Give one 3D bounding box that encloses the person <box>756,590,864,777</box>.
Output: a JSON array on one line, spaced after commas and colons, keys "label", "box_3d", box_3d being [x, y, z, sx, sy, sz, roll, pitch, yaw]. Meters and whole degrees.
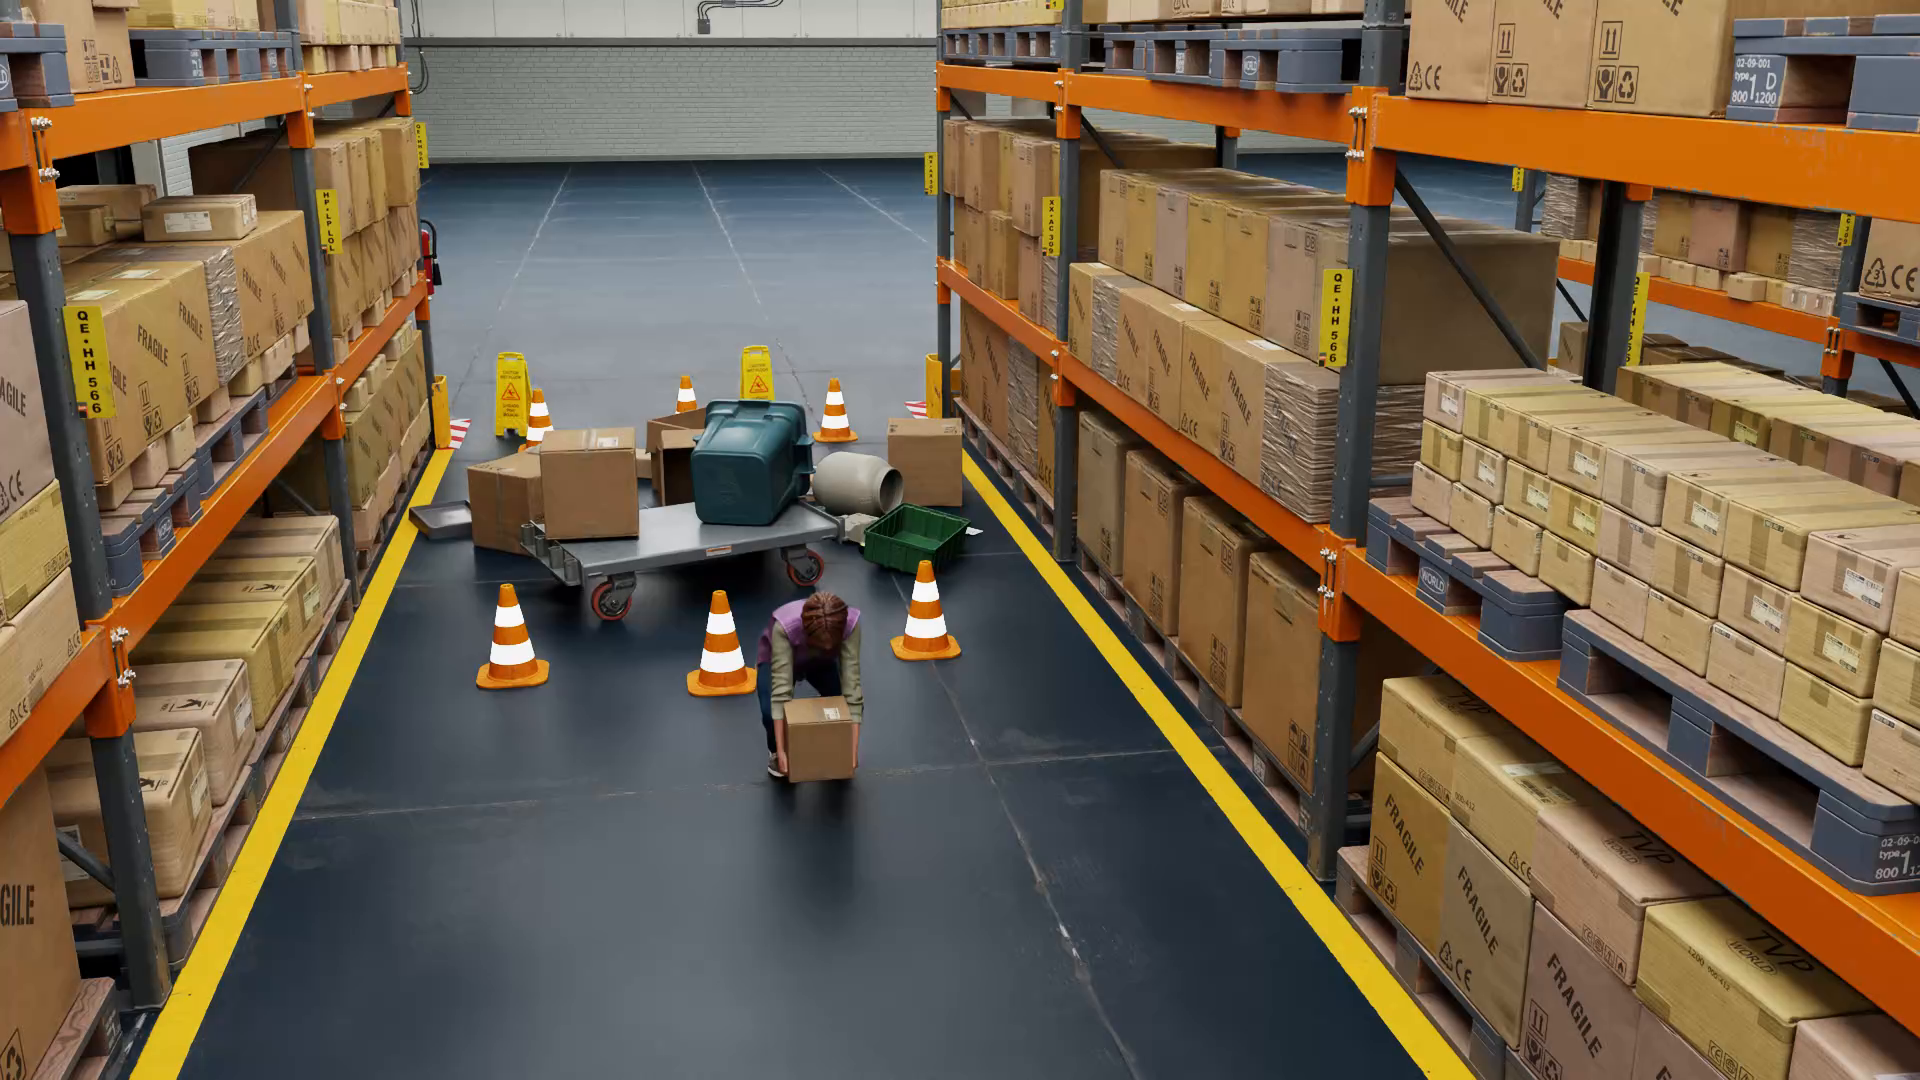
[{"label": "person", "box_3d": [-0.623, 0.580, 6.858, 0.420, 0.895, 0.831, -4, 17, -12]}]
